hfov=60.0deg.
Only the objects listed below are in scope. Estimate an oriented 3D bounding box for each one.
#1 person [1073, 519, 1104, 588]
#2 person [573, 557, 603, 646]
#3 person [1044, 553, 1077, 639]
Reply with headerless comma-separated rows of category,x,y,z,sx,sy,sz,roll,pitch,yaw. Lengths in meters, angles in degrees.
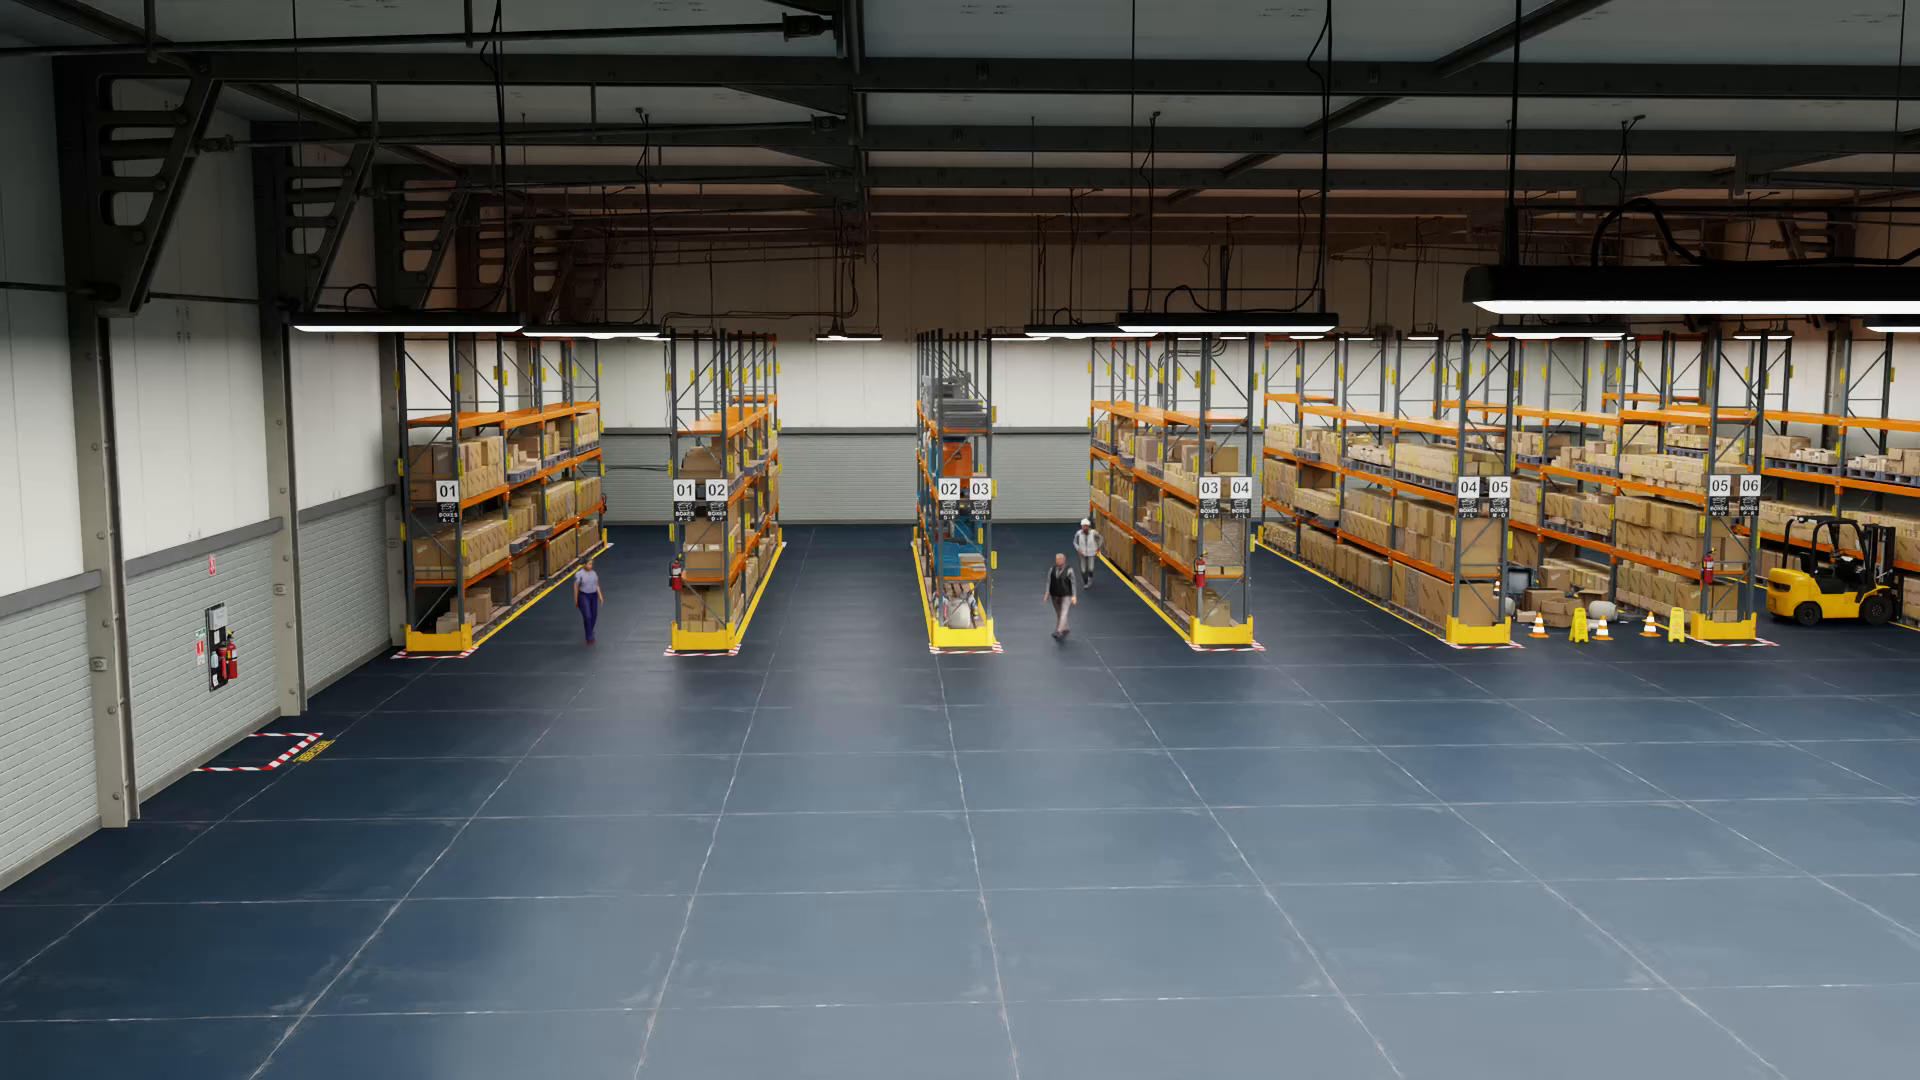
person,3.000,0.316,38.850,0.706,1.678,0.727,1,7,6
person,-7.068,1.186,31.864,0.627,1.671,0.503,6,9,40
person,1.904,1.091,32.169,0.562,1.658,1.079,4,8,33
